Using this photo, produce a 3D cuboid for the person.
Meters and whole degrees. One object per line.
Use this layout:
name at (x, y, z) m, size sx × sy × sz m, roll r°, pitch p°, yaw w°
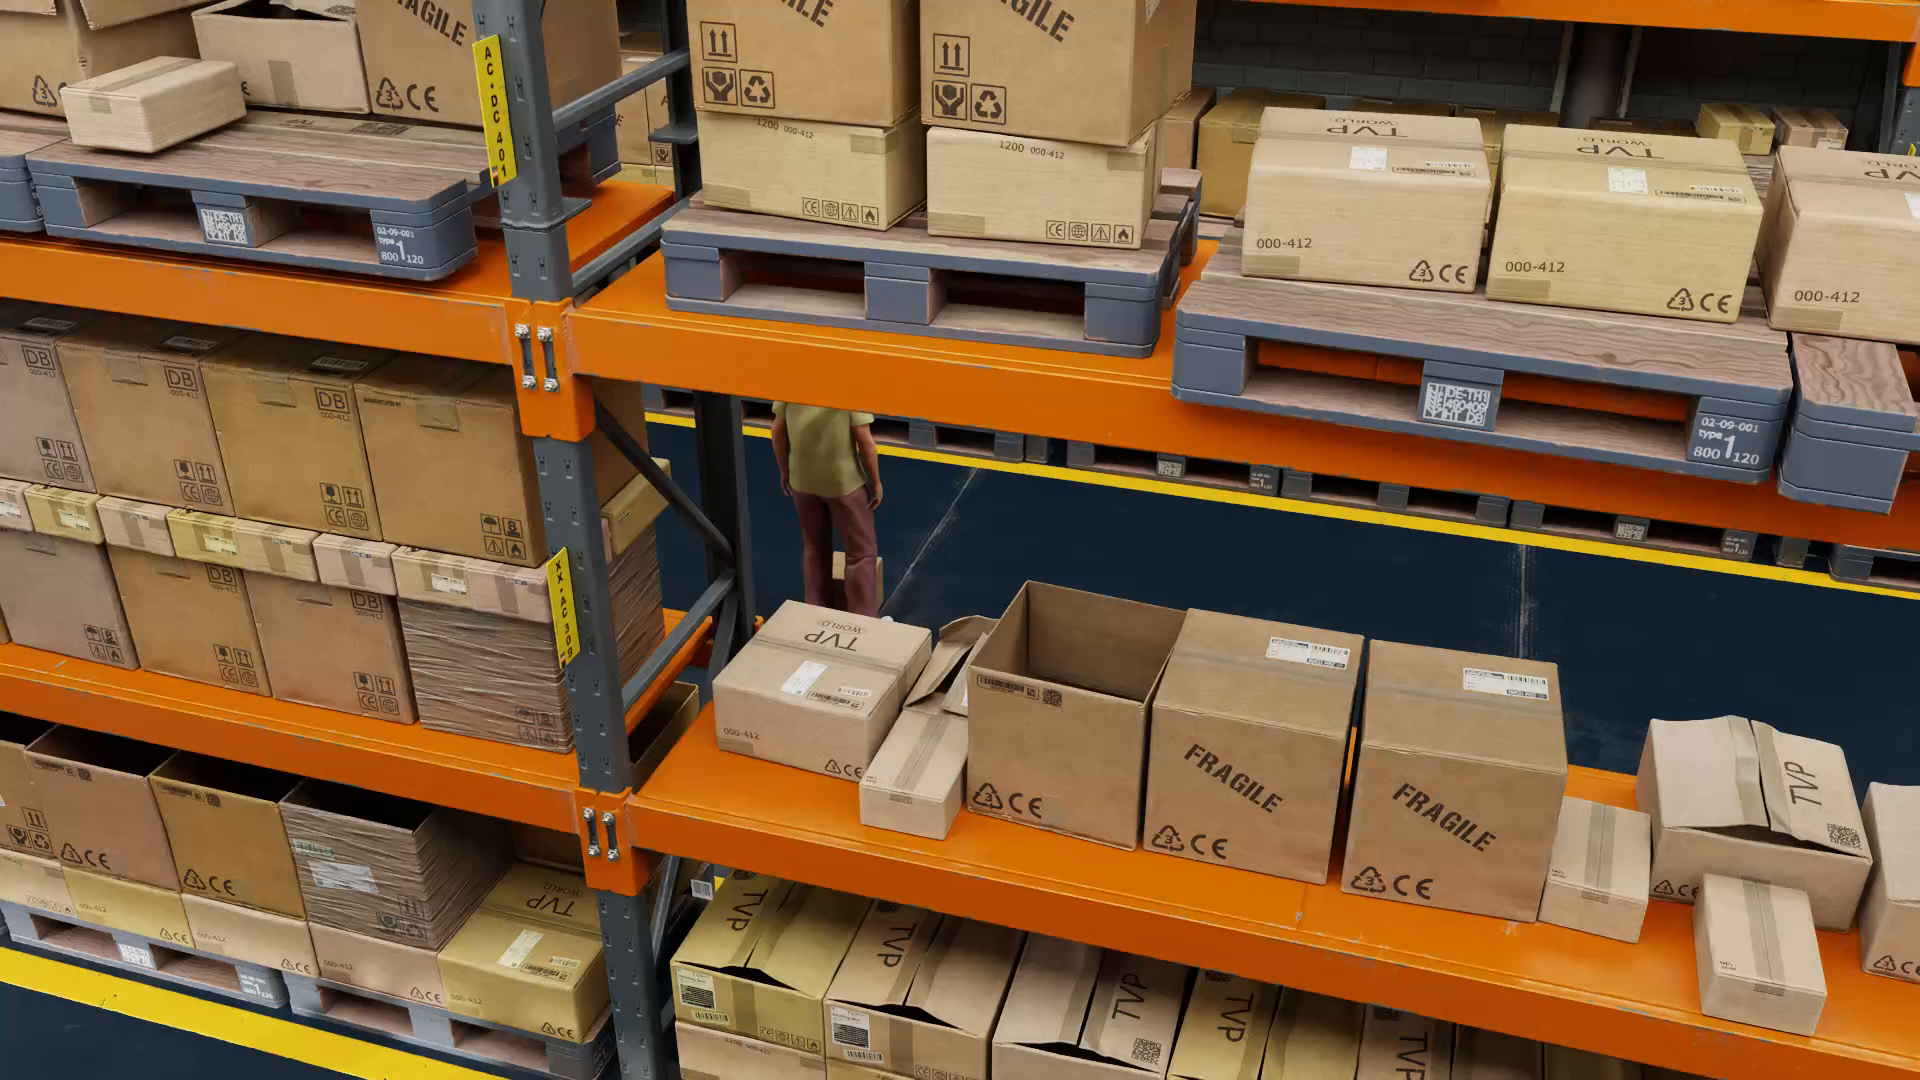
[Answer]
person at (-0.581, -0.276, 7.567) m, size 0.498 × 1.673 × 0.406 m, roll 9°, pitch 30°, yaw 15°
